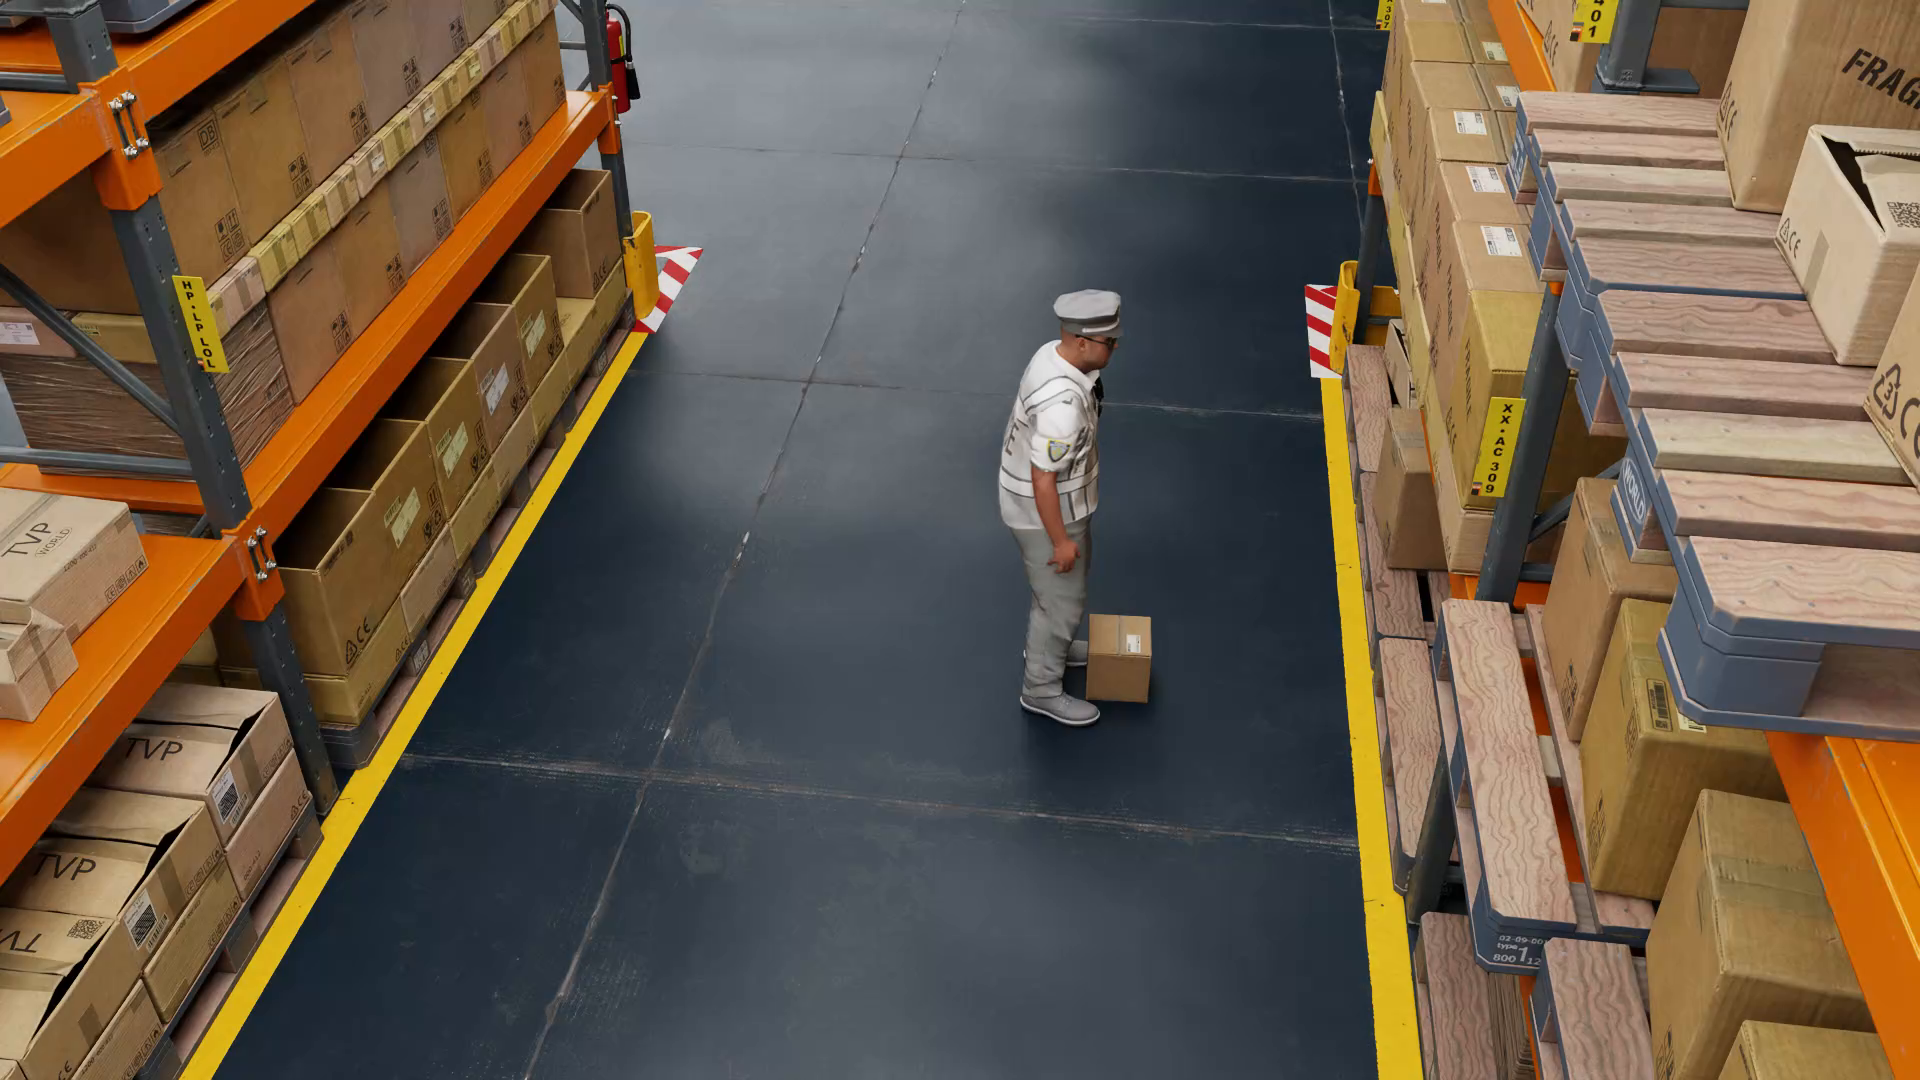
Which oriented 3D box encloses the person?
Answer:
[{"bbox_3d":[0.370,-0.137,6.330,0.439,1.748,0.586,5,36,6],"label":"person"}]
